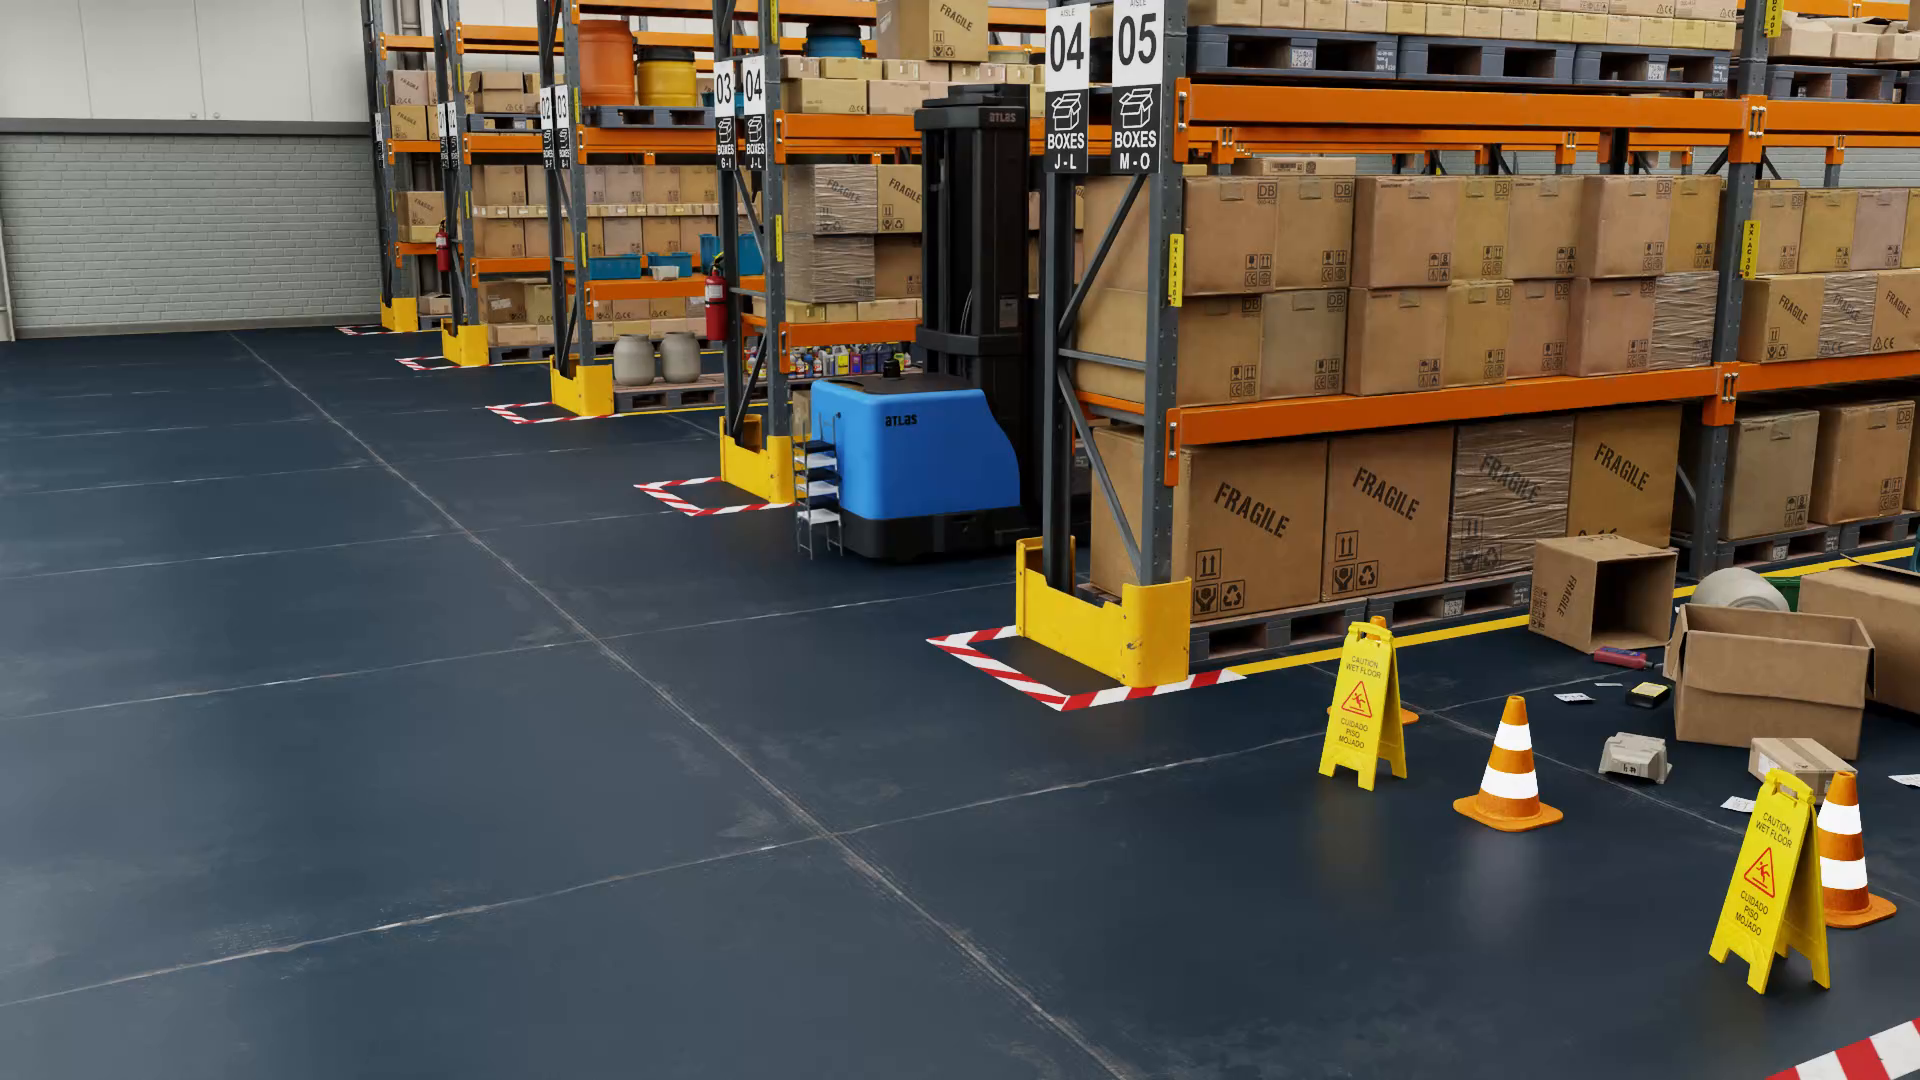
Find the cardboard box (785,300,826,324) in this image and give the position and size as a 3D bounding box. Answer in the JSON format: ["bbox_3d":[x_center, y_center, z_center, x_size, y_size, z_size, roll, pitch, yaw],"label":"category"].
[{"bbox_3d":[-1.196,-1.710,12.446,0.250,0.149,0.380,-7,14,-28],"label":"cardboard box"}]

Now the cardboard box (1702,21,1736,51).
[{"bbox_3d":[4.072,-2.797,9.262,0.250,0.149,0.380,-7,14,-28],"label":"cardboard box"}]

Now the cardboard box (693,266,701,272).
[{"bbox_3d":[-4.146,-4.621,27.795,0.500,0.250,0.500,-7,15,-29],"label":"cardboard box"}]

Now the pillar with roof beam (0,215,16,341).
[{"bbox_3d":[-11.684,-6.418,19.133,0.400,9.000,9.100,-7,14,-28],"label":"pillar with roof beam"}]

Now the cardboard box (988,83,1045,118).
[{"bbox_3d":[0.328,-3.402,12.903,0.500,0.250,0.500,-6,14,-26],"label":"cardboard box"}]

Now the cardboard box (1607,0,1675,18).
[{"bbox_3d":[3.486,-2.937,8.976,0.500,0.250,0.500,-7,14,-28],"label":"cardboard box"}]

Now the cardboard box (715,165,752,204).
[{"bbox_3d":[-3.179,-4.812,22.478,0.500,0.500,0.700,-7,14,-28],"label":"cardboard box"}]

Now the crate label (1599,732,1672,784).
[{"bbox_3d":[2.778,0.892,6.836,0.250,0.136,0.298,8,15,31],"label":"crate label"}]

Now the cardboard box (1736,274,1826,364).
[{"bbox_3d":[4.829,-1.355,10.069,0.500,0.500,0.500,-7,14,-27],"label":"cardboard box"}]

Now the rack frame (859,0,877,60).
[{"bbox_3d":[-1.658,-8.480,28.296,0.127,3.000,1.000,-7,14,-28],"label":"rack frame"}]

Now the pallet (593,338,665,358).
[{"bbox_3d":[-4.583,-2.613,22.240,1.213,0.211,1.003,-7,14,-28],"label":"pallet"}]

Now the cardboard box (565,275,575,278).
[{"bbox_3d":[-6.061,-4.011,26.791,0.500,0.500,0.500,-8,15,-32],"label":"cardboard box"}]

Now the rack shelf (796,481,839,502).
[{"bbox_3d":[-0.914,-0.312,10.576,0.200,0.077,0.258,-9,15,-25],"label":"rack shelf"}]

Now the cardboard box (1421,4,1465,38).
[{"bbox_3d":[2.290,-2.583,8.312,0.250,0.149,0.380,-7,14,-28],"label":"cardboard box"}]

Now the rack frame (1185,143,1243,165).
[{"bbox_3d":[3.089,-3.644,20.471,0.127,3.000,1.000,-7,14,-28],"label":"rack frame"}]

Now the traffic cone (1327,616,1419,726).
[{"bbox_3d":[1.874,0.574,7.506,0.334,0.463,0.336,-7,14,-28],"label":"traffic cone"}]

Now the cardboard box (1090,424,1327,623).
[{"bbox_3d":[1.291,-0.134,8.756,0.875,0.875,0.875,-7,14,-28],"label":"cardboard box"}]

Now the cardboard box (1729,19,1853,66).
[{"bbox_3d":[5.217,-3.119,10.461,0.500,0.250,0.500,-7,14,-28],"label":"cardboard box"}]

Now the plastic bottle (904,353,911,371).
[{"bbox_3d":[-0.591,-1.975,18.423,0.097,0.201,0.097,0,13,0],"label":"plastic bottle"}]

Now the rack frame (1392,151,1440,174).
[{"bbox_3d":[7.740,-5.441,28.454,0.127,3.000,1.000,-7,14,-28],"label":"rack frame"}]

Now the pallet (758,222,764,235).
[{"bbox_3d":[-3.376,-5.244,28.015,1.213,0.211,1.003,-7,14,-28],"label":"pallet"}]

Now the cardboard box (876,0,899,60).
[{"bbox_3d":[-0.321,-3.961,13.003,0.500,0.500,0.500,-7,14,-28],"label":"cardboard box"}]

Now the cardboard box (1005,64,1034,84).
[{"bbox_3d":[0.371,-3.613,12.933,0.250,0.149,0.380,-7,15,-30],"label":"cardboard box"}]

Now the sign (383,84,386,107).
[{"bbox_3d":[-8.420,-6.497,24.325,0.005,0.325,0.100,-7,14,-28],"label":"sign"}]

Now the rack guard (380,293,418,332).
[{"bbox_3d":[-8.614,-3.500,25.525,0.348,0.500,1.175,-7,14,-28],"label":"rack guard"}]

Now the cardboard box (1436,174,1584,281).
[{"bbox_3d":[2.932,-1.760,9.296,0.550,0.550,0.875,-7,14,-28],"label":"cardboard box"}]

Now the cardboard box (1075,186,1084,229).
[{"bbox_3d":[0.810,-2.745,13.292,0.500,0.500,0.500,-7,14,-28],"label":"cardboard box"}]

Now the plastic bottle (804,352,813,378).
[{"bbox_3d":[-1.626,-1.885,17.865,0.097,0.271,0.097,0,13,0],"label":"plastic bottle"}]

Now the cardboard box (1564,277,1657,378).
[{"bbox_3d":[3.449,-1.272,9.589,0.550,0.550,0.875,-7,14,-28],"label":"cardboard box"}]

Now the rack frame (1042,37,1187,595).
[{"bbox_3d":[0.728,-0.882,8.195,0.127,3.000,1.000,-7,14,-28],"label":"rack frame"}]

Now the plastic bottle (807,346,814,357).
[{"bbox_3d":[-1.660,-2.079,18.699,0.133,0.283,0.061,-6,14,-25],"label":"plastic bottle"}]

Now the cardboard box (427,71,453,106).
[{"bbox_3d":[-7.761,-6.758,24.926,0.500,0.500,0.500,-7,14,-29],"label":"cardboard box"}]

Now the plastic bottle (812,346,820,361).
[{"bbox_3d":[-1.607,-2.060,18.641,0.097,0.271,0.097,0,13,0],"label":"plastic bottle"}]

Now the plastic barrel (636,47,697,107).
[{"bbox_3d":[-2.994,-4.707,16.977,0.600,0.588,0.600,0,13,0],"label":"plastic barrel"}]

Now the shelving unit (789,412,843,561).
[{"bbox_3d":[-0.915,-0.344,10.568,0.210,0.900,0.258,-9,15,-25],"label":"shelving unit"}]

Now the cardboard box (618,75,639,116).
[{"bbox_3d":[-4.298,-5.817,21.780,0.637,0.503,0.797,-5,14,-22],"label":"cardboard box"}]

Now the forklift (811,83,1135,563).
[{"bbox_3d":[0.560,-1.492,11.061,3.031,2.935,1.130,-6,14,-26],"label":"forklift"}]

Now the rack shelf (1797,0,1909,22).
[{"bbox_3d":[10.728,-5.702,18.498,4.000,0.370,1.077,-7,14,-28],"label":"rack shelf"}]

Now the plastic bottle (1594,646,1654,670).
[{"bbox_3d":[3.340,0.595,8.327,0.283,0.061,0.133,11,17,40],"label":"plastic bottle"}]

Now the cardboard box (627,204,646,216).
[{"bbox_3d":[-4.275,-4.312,21.733,0.250,0.149,0.380,-6,14,-26],"label":"cardboard box"}]

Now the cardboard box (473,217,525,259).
[{"bbox_3d":[-5.887,-3.853,21.171,0.500,0.500,0.700,-7,14,-28],"label":"cardboard box"}]

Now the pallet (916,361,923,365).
[{"bbox_3d":[0.248,-1.953,19.307,1.213,0.211,1.003,-7,14,-28],"label":"pallet"}]

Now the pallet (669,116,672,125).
[{"bbox_3d":[-3.529,-5.504,22.104,1.213,0.211,1.003,-7,14,-28],"label":"pallet"}]

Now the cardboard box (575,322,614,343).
[{"bbox_3d":[-4.850,-2.740,21.761,0.500,0.250,0.500,-7,14,-28],"label":"cardboard box"}]

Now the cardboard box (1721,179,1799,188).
[{"bbox_3d":[8.416,-3.580,17.672,0.637,0.503,0.797,-7,15,-29],"label":"cardboard box"}]

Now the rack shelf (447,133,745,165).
[{"bbox_3d":[-4.548,-5.081,21.659,4.000,0.370,1.077,-7,14,-28],"label":"rack shelf"}]

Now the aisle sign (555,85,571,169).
[{"bbox_3d":[-3.856,-4.007,16.161,0.004,0.787,0.394,-7,14,-28],"label":"aisle sign"}]

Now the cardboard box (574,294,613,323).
[{"bbox_3d":[-4.855,-3.109,21.688,0.500,0.500,0.500,-7,14,-28],"label":"cardboard box"}]

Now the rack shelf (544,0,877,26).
[{"bbox_3d":[-2.178,-5.394,17.130,4.000,0.370,1.077,-7,14,-28],"label":"rack shelf"}]
